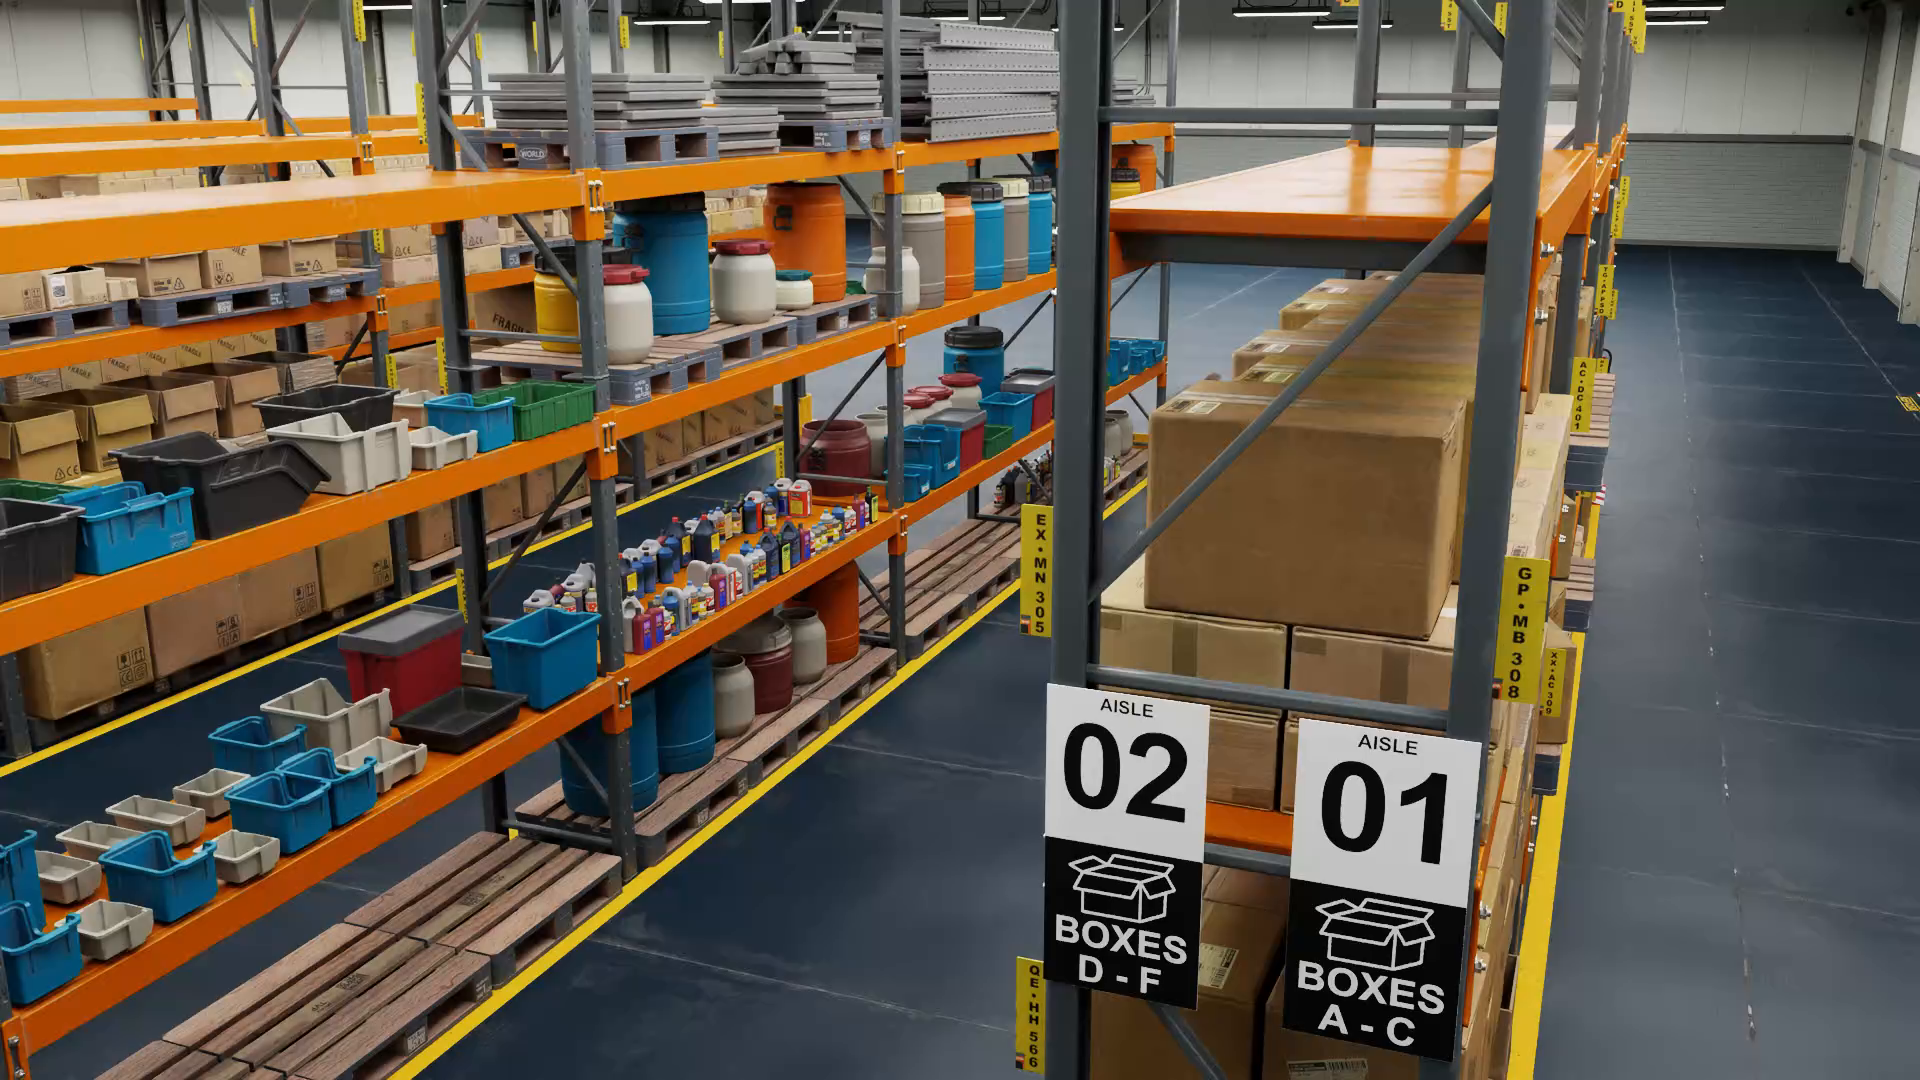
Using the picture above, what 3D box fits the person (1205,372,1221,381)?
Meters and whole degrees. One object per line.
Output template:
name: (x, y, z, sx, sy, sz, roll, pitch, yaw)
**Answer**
person: (2.679, -0.993, 17.715, 0.405, 1.619, 0.461, 8, 17, 27)
